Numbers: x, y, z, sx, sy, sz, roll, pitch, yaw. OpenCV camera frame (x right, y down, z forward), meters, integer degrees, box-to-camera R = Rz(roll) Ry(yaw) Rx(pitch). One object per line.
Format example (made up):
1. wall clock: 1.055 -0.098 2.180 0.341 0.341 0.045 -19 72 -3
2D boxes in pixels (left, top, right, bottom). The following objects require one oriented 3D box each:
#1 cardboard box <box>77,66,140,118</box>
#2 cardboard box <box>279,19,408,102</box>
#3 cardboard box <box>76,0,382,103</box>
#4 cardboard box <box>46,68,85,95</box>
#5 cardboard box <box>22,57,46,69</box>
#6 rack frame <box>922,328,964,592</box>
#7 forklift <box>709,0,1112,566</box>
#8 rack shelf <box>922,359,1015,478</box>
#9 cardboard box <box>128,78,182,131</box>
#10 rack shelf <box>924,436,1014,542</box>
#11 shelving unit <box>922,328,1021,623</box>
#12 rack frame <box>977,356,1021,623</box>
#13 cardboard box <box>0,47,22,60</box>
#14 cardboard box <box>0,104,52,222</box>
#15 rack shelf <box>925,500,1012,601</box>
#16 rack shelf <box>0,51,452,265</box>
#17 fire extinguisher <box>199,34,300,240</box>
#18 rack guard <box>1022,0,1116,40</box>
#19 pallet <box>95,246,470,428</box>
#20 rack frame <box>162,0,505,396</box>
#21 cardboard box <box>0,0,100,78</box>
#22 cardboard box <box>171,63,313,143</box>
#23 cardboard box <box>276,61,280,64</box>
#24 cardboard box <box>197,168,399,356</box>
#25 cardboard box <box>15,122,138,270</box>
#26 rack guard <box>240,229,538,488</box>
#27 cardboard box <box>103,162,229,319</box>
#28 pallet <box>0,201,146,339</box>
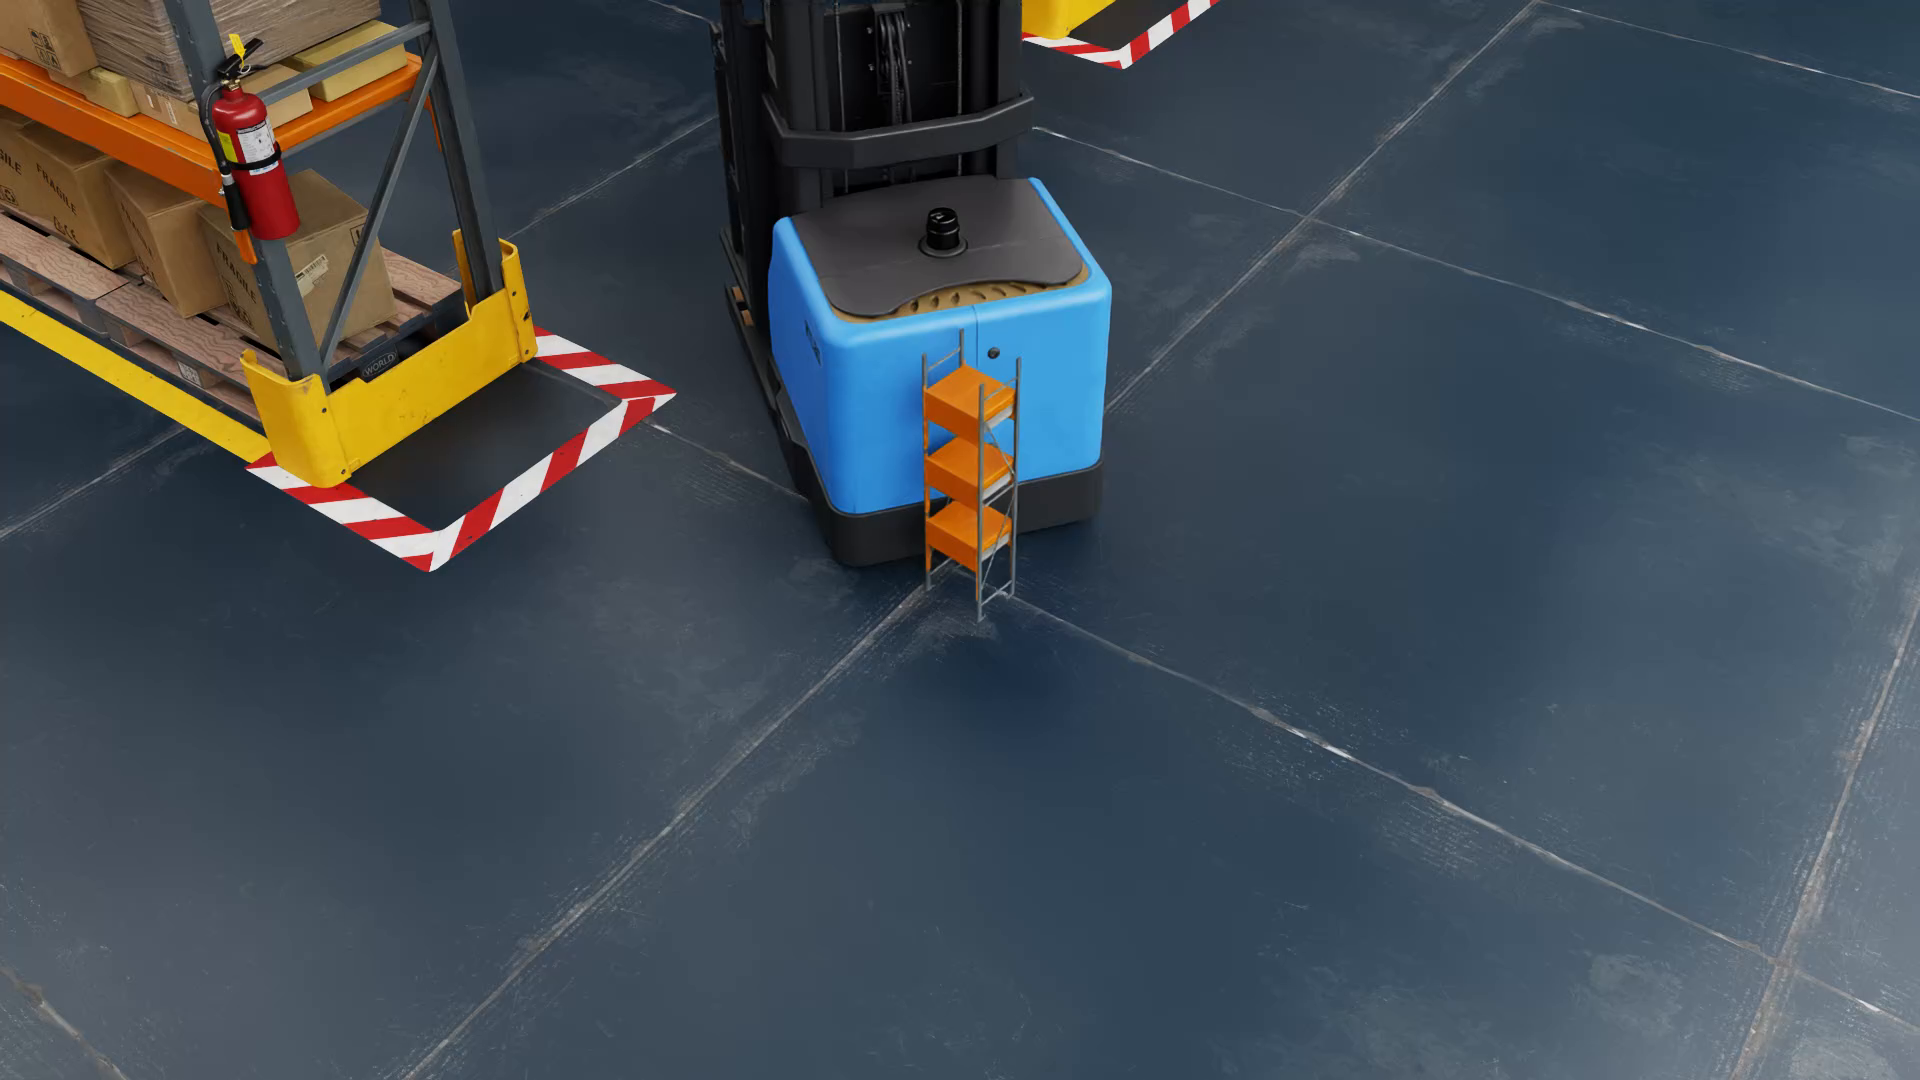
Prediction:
1. cardboard box: -2.996 -1.724 6.116 0.250 0.149 0.380 25 48 25
2. cardboard box: -2.302 -1.803 6.204 0.250 0.149 0.380 25 48 25
3. cardboard box: -2.640 -2.031 5.972 0.500 0.500 0.875 25 48 25
4. cardboard box: -3.192 -1.828 6.232 0.250 0.149 0.380 25 48 25
5. cardboard box: -3.373 -1.946 6.364 0.250 0.149 0.380 25 48 25
6. rack frame: -0.055 -0.254 5.746 0.008 1.050 0.200 30 50 29
7. forklift: -0.394 -1.992 6.278 1.130 2.935 3.031 -12 43 -13
8. rack shelf: 0.037 -0.404 5.504 0.240 0.259 0.215 30 50 29
9. cardboard box: -2.762 -1.656 6.040 0.250 0.149 0.380 25 48 25
10. rack shelf: 0.037 -0.192 5.694 0.240 0.259 0.215 30 50 29
11. shelving unit: 0.037 -0.200 5.686 0.252 1.050 0.215 30 50 29
12. rack frame: 0.129 -0.147 5.627 0.008 1.050 0.200 30 50 29
13. cardboard box: -3.590 -2.030 6.457 0.250 0.149 0.380 25 48 25
14. cardboard box: -4.149 -1.829 7.604 0.500 0.500 0.500 21 46 22
15. rack shelf: 0.037 0.015 5.879 0.240 0.259 0.215 30 50 29
16. rack shelf: -3.843 -2.155 6.949 4.000 0.370 1.077 25 48 25
17. fire extinguisher: -2.376 -1.333 5.548 0.183 0.674 0.296 25 48 25
18. rack guard: 0.745 -3.386 9.659 0.348 0.500 1.175 25 48 25
19. pallet: -2.913 -0.978 7.184 1.213 0.211 1.003 25 48 25
20. rack frame: -2.205 -1.657 5.853 0.127 3.000 1.000 25 48 25
21. cardboard box: -3.118 -2.157 6.113 0.500 0.500 0.875 25 48 25
22. cardboard box: -2.557 -1.560 5.933 0.250 0.149 0.380 25 48 25
23. cardboard box: -2.496 -1.909 6.323 0.250 0.149 0.380 25 48 25
24. cardboard box: -2.707 -1.131 6.824 0.500 0.500 0.500 -33 51 -31
25. cardboard box: -3.718 -1.591 7.338 0.500 0.500 0.500 30 50 29
26. rack guard: -2.268 -0.755 6.719 0.348 0.500 1.175 25 48 25
27. cardboard box: -3.216 -1.341 7.059 0.500 0.500 0.500 -29 49 -28
28. pallet: -3.907 -1.445 7.707 1.213 0.211 1.003 25 48 25
